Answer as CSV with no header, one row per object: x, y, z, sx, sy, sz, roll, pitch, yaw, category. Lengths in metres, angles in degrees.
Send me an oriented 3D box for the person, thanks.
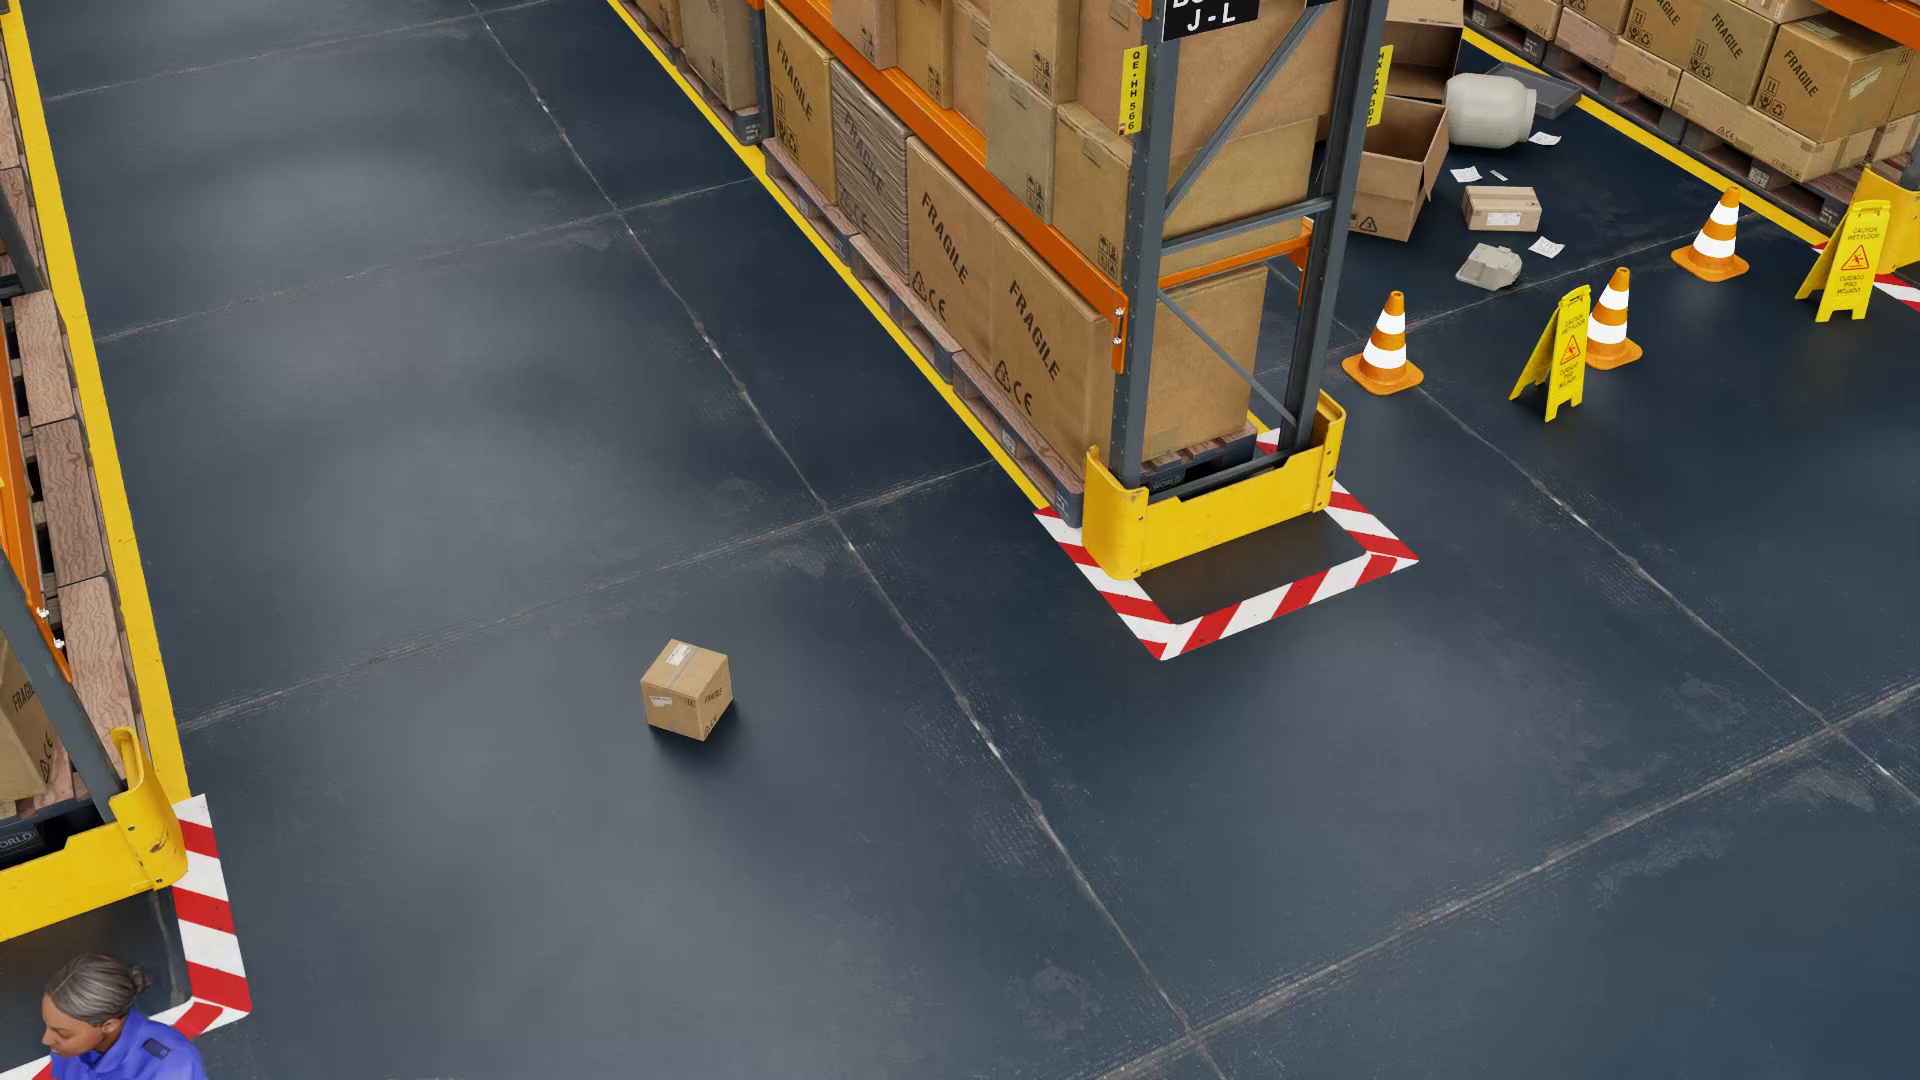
-2.042,1.626,4.293,0.465,1.647,0.475,17,44,19,person
